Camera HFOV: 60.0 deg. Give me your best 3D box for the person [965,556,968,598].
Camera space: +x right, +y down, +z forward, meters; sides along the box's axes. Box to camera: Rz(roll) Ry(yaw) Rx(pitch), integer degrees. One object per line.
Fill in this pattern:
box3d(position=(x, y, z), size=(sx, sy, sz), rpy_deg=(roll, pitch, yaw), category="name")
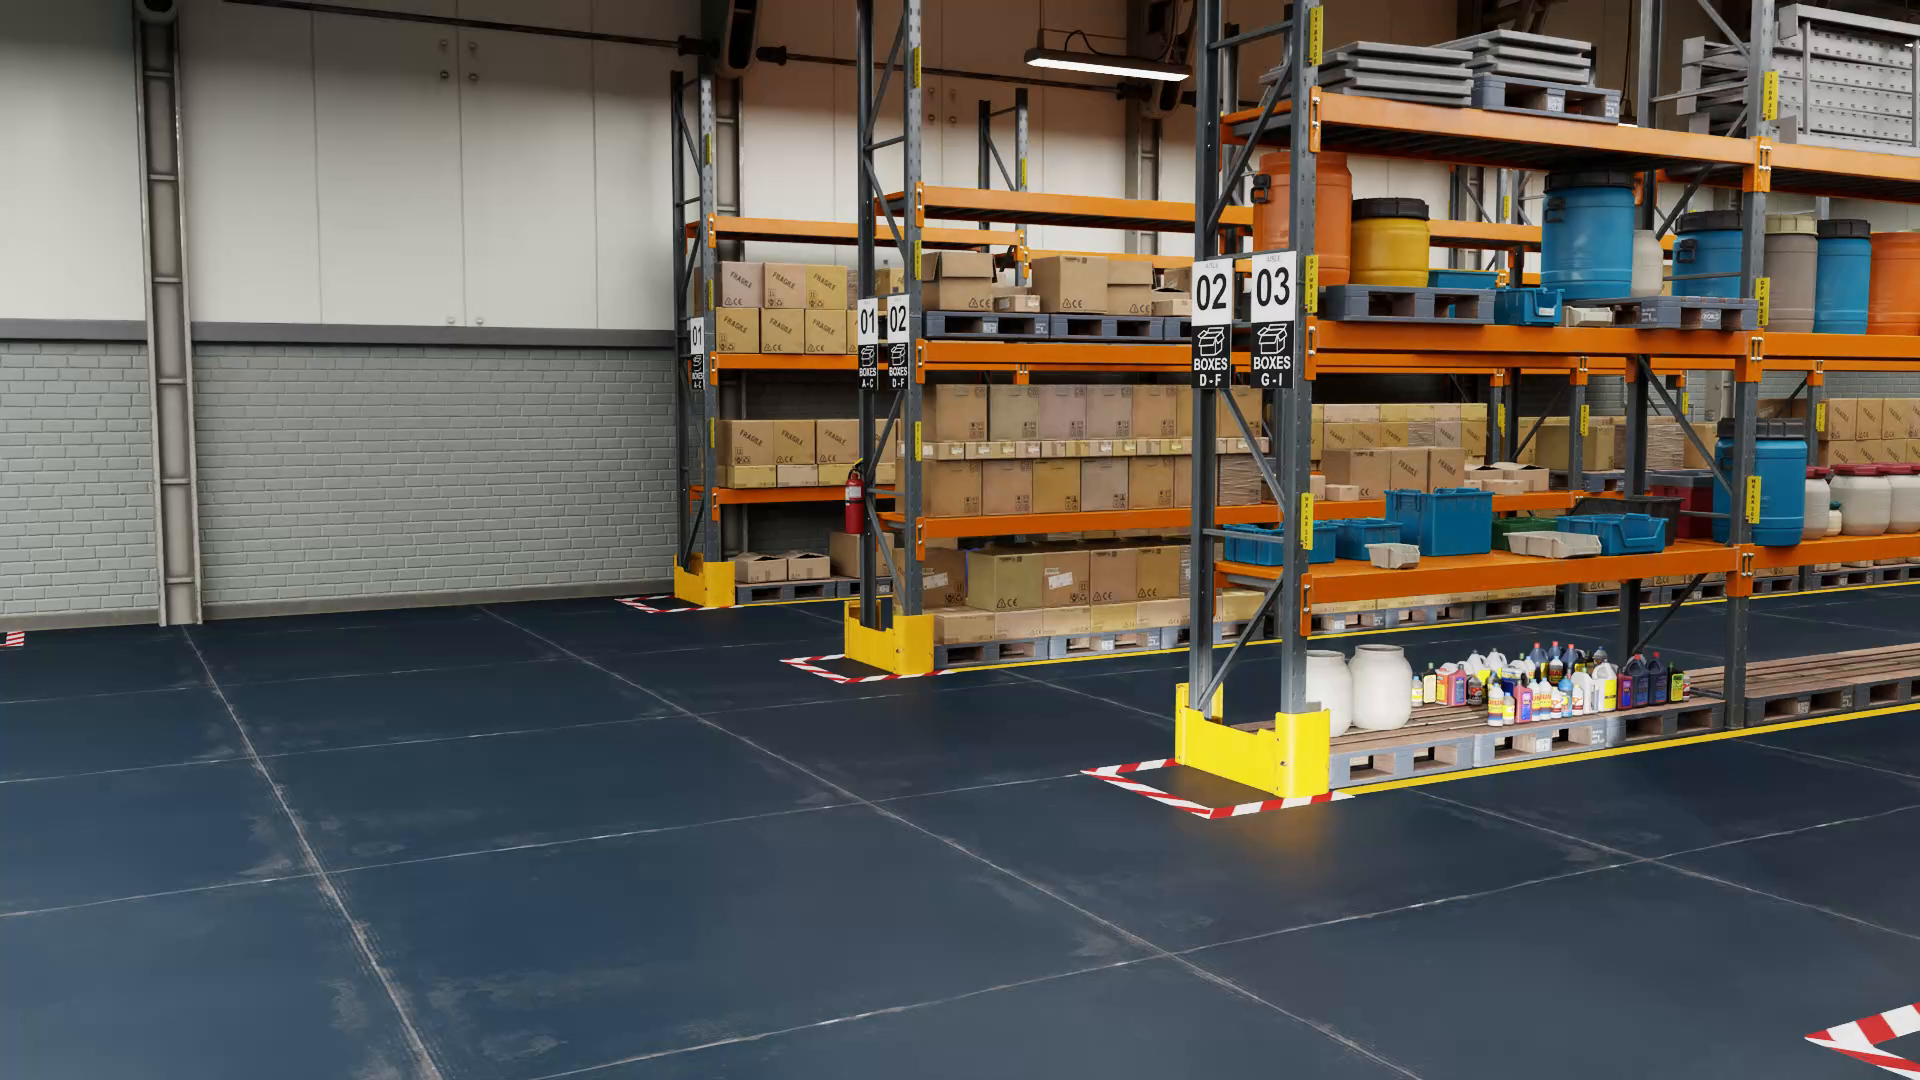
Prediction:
box3d(position=(0.107, 0.509, 17.136), size=(0.457, 0.746, 0.855), rpy_deg=(-3, 6, -30), category="person")
